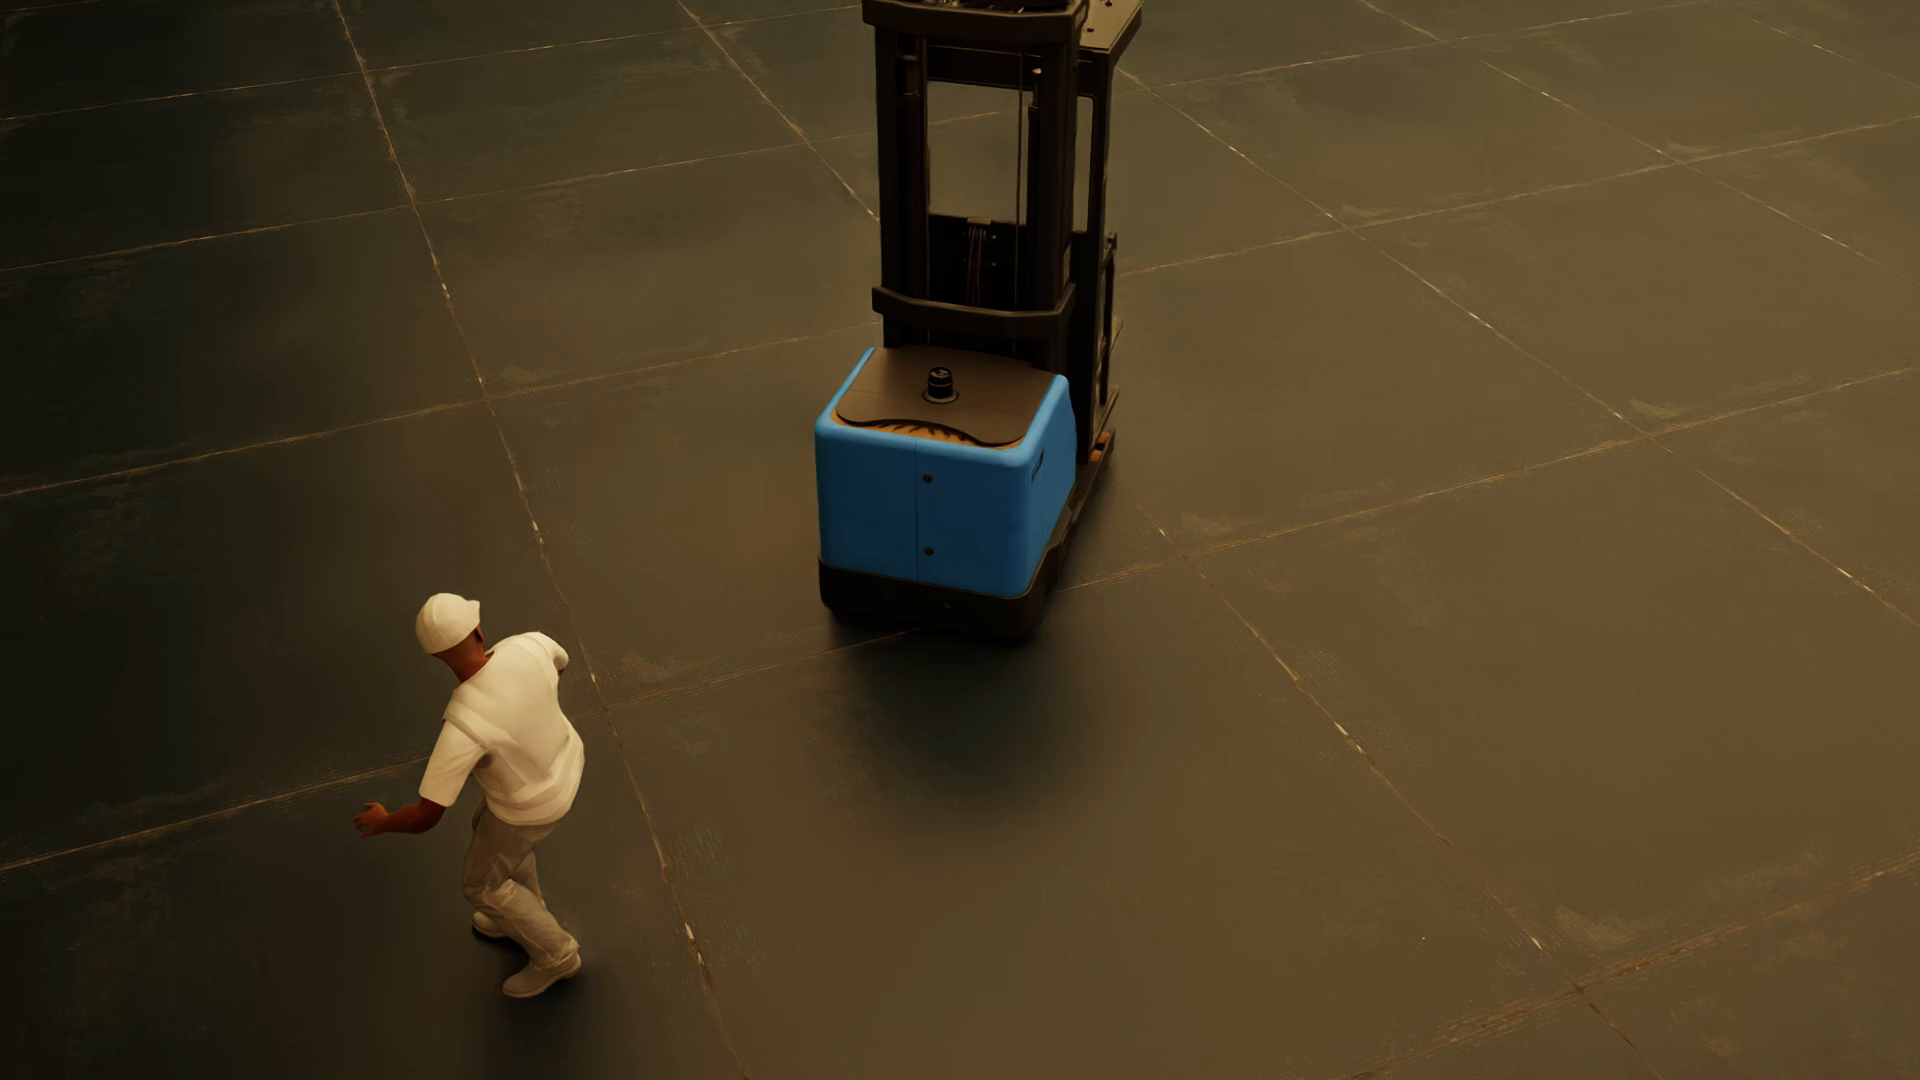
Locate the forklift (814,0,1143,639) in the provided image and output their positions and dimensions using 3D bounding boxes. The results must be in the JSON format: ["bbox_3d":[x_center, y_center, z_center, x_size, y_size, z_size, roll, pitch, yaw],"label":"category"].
[{"bbox_3d":[0.231,-1.581,8.321,1.130,2.935,3.031,10,37,13],"label":"forklift"}]

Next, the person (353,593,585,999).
[{"bbox_3d":[-1.723,0.881,5.957,0.707,1.693,0.832,4,36,6],"label":"person"}]
